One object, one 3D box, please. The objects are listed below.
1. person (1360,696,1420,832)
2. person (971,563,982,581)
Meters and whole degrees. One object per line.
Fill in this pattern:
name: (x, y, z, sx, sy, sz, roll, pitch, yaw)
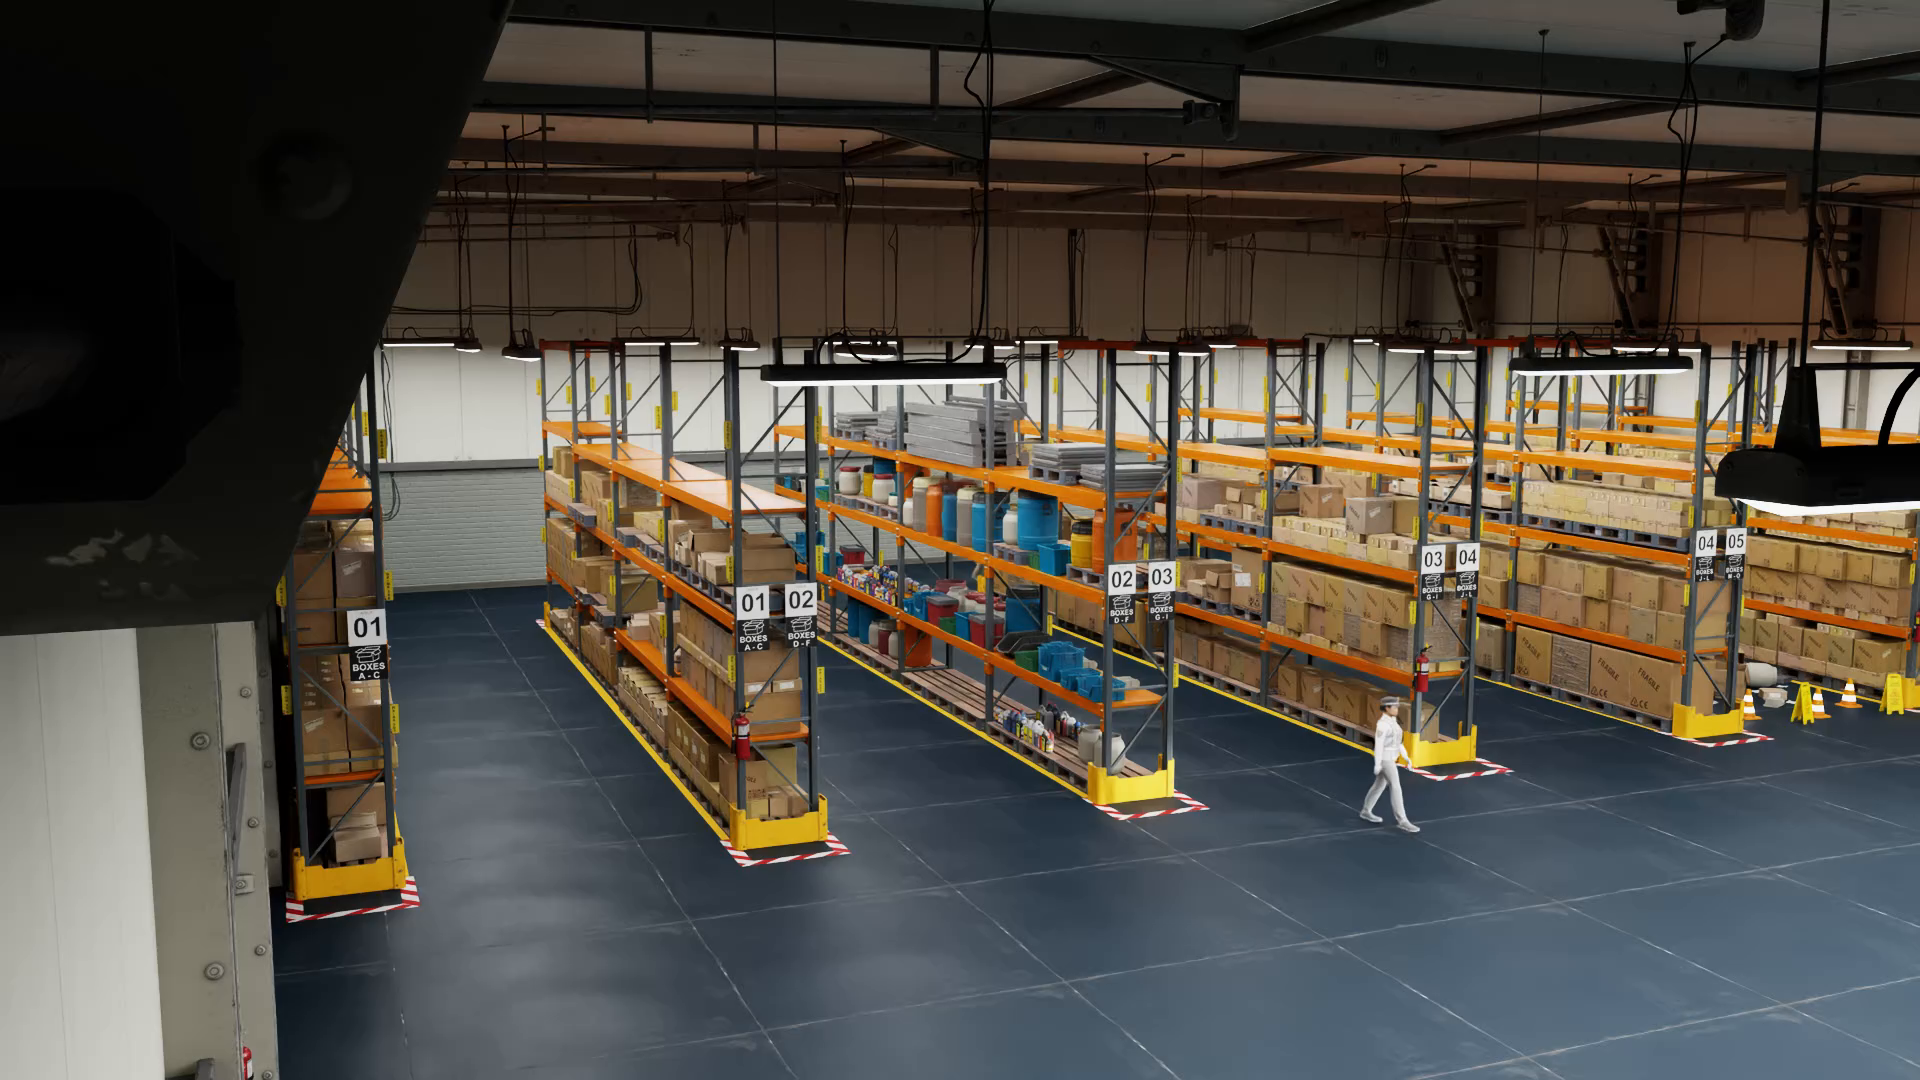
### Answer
person: (5.454, 2.779, 20.959, 0.796, 1.646, 0.521, 3, 8, 24)
person: (0.736, 0.212, 40.481, 1.116, 1.650, 0.513, 4, 8, 26)
